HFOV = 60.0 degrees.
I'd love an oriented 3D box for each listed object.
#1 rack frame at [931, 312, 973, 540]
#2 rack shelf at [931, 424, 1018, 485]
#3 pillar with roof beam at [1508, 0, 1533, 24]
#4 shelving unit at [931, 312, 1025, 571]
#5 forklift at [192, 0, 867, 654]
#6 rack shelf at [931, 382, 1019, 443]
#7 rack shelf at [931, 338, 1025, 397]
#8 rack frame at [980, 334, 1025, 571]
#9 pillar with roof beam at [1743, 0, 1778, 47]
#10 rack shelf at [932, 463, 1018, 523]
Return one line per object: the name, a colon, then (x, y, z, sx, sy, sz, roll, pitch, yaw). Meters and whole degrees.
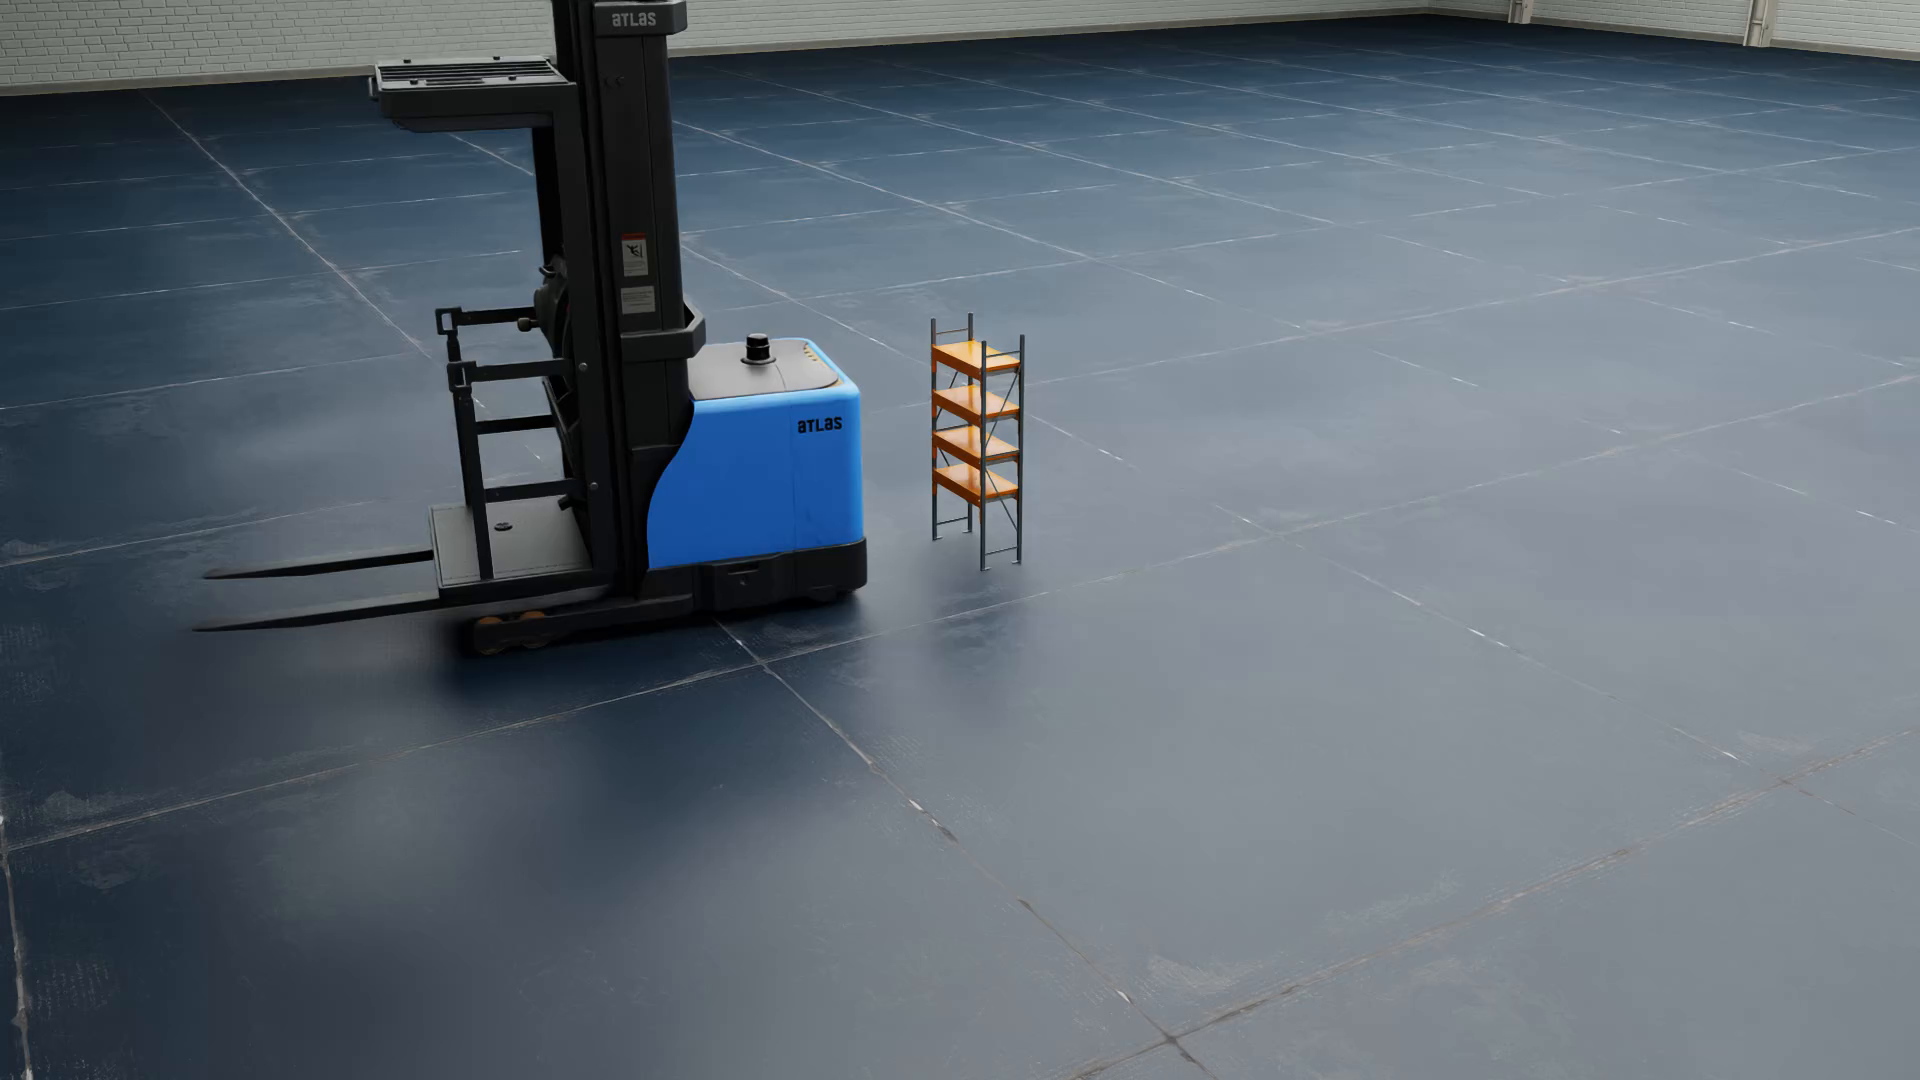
rack frame: (-0.040, -0.581, 8.648, 0.240, 1.200, 0.015, -13, 25, -28)
rack shelf: (0.085, -0.440, 8.479, 0.258, 0.148, 0.480, -13, 25, -28)
pillar with roof beam: (8.916, -15.008, 33.784, 9.100, 9.000, 0.400, -13, 25, -28)
shelving unit: (0.085, -0.502, 8.454, 0.258, 1.200, 0.503, -13, 25, -28)
forklift: (-2.027, -1.063, 7.534, 3.031, 2.935, 1.130, -7, 23, -18)
rack shelf: (0.085, -0.647, 8.395, 0.258, 0.148, 0.480, -13, 25, -28)
rack shelf: (0.085, -0.866, 8.306, 0.258, 0.148, 0.480, -13, 25, -28)
rack frame: (0.209, -0.423, 8.259, 0.240, 1.200, 0.015, -13, 25, -28)
pillar with roof beam: (11.981, -13.065, 29.005, 9.100, 9.000, 0.400, -13, 25, -28)
rack shelf: (0.085, -0.256, 8.554, 0.258, 0.148, 0.480, -13, 25, -28)
